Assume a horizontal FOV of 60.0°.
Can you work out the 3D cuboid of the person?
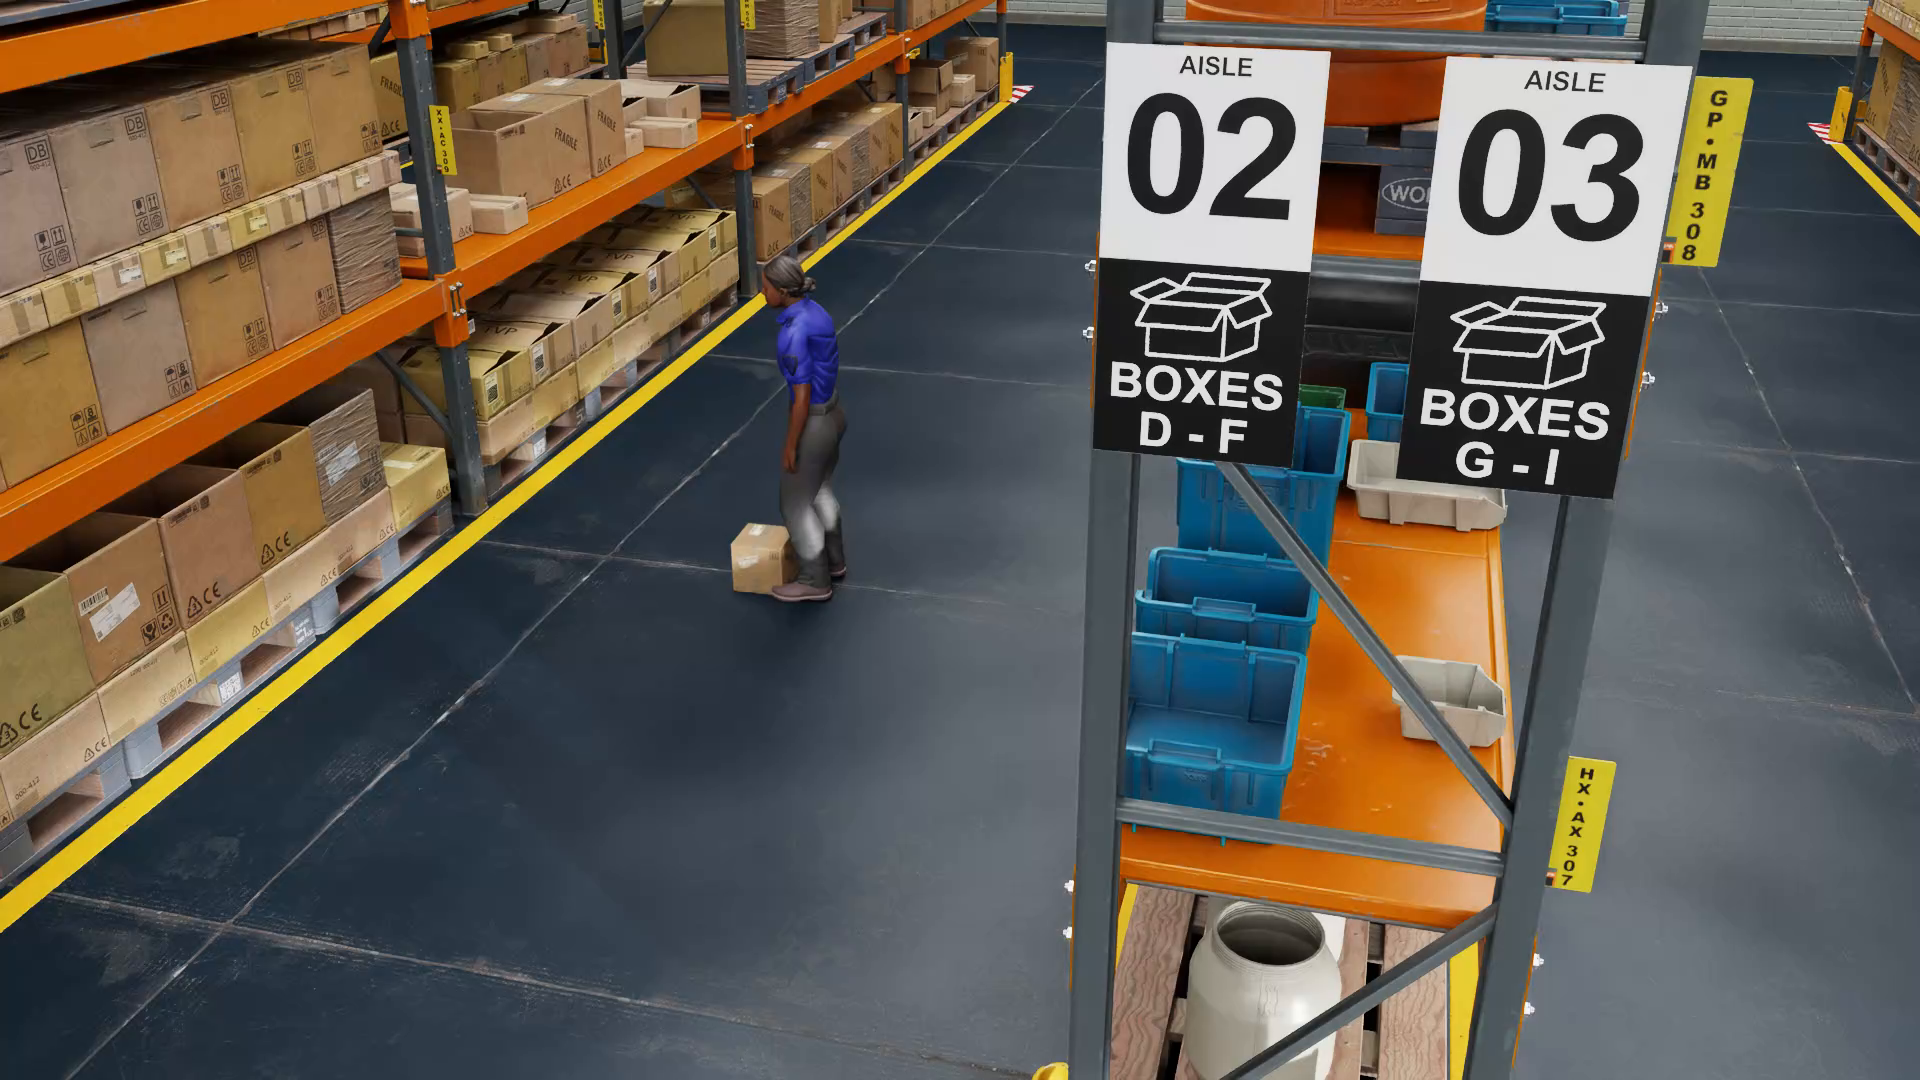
[{"bbox_3d":[-0.712,-0.519,7.706,0.348,1.653,0.523,5,26,10],"label":"person"}]
